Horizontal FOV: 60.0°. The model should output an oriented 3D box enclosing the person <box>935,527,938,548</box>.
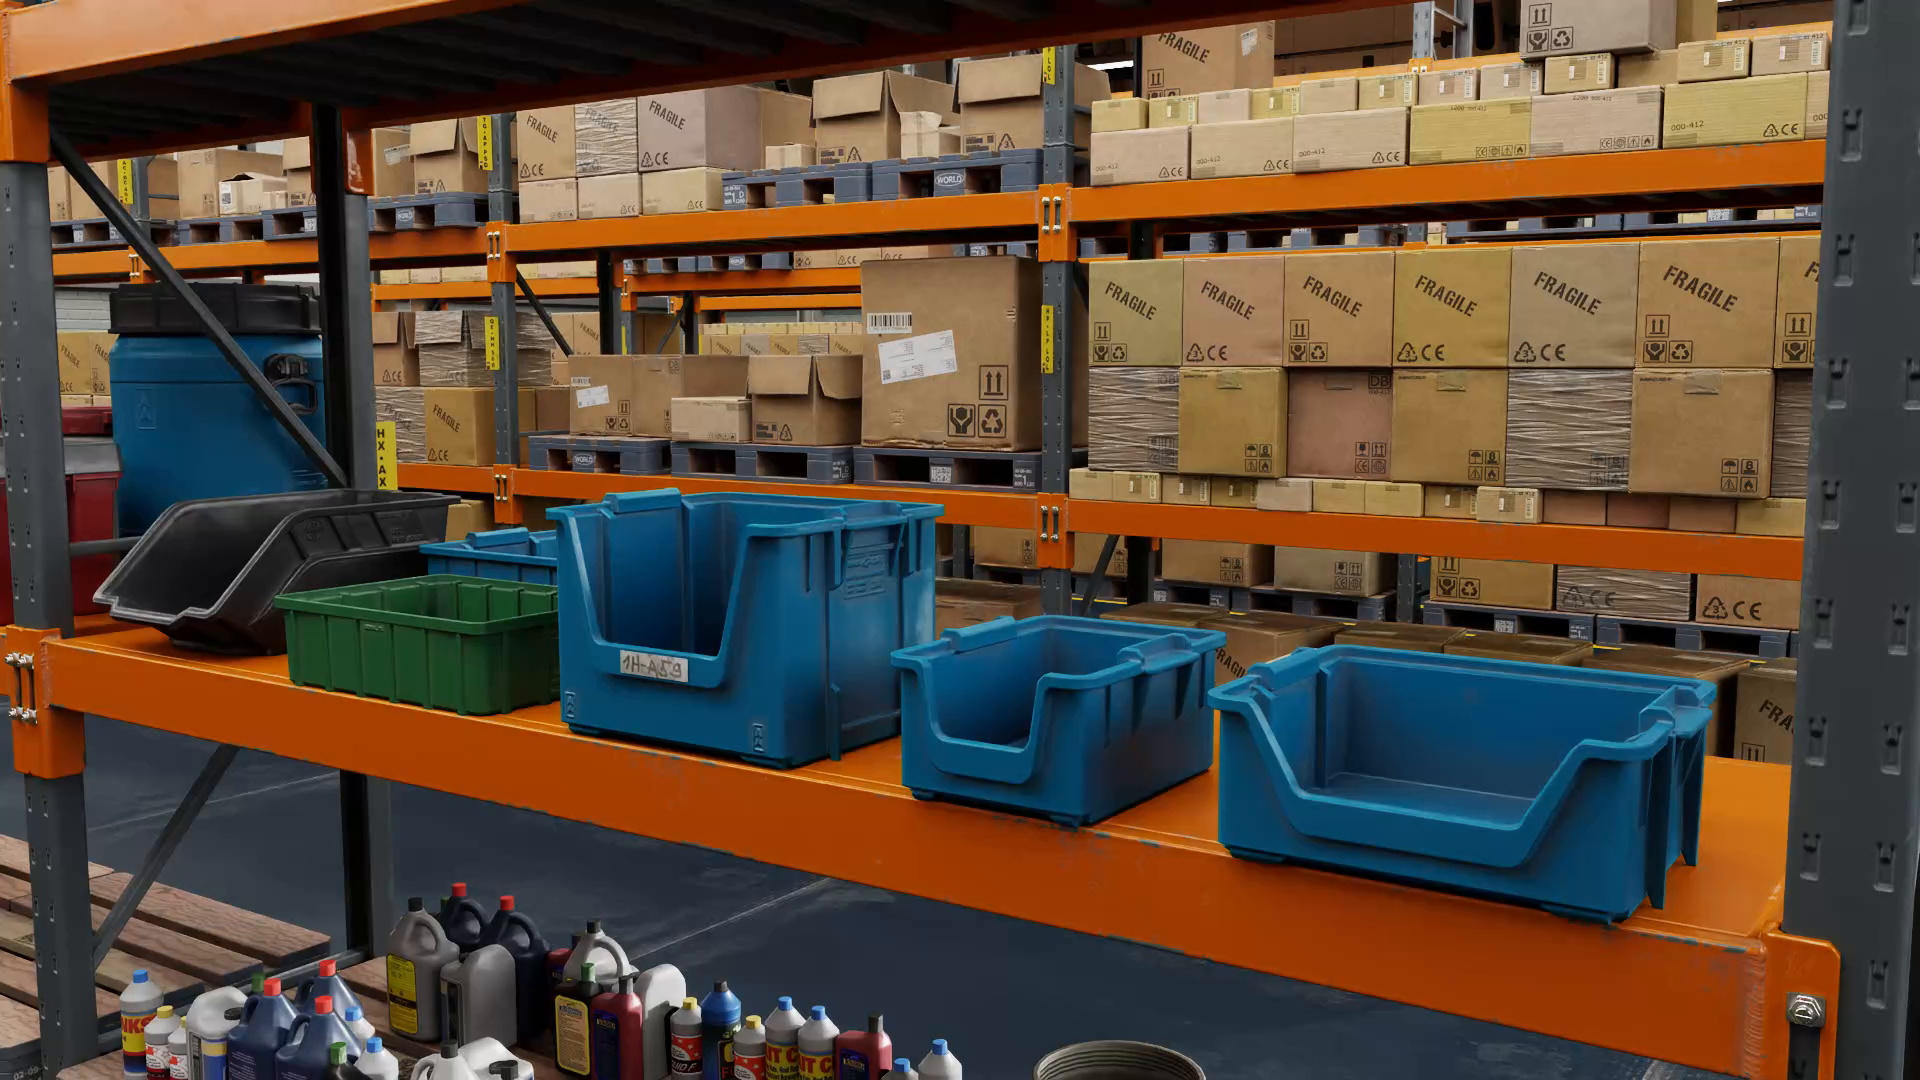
[{"bbox_3d":[-0.615,0.247,11.783,0.944,0.924,0.501,4,7,31],"label":"person"}]
